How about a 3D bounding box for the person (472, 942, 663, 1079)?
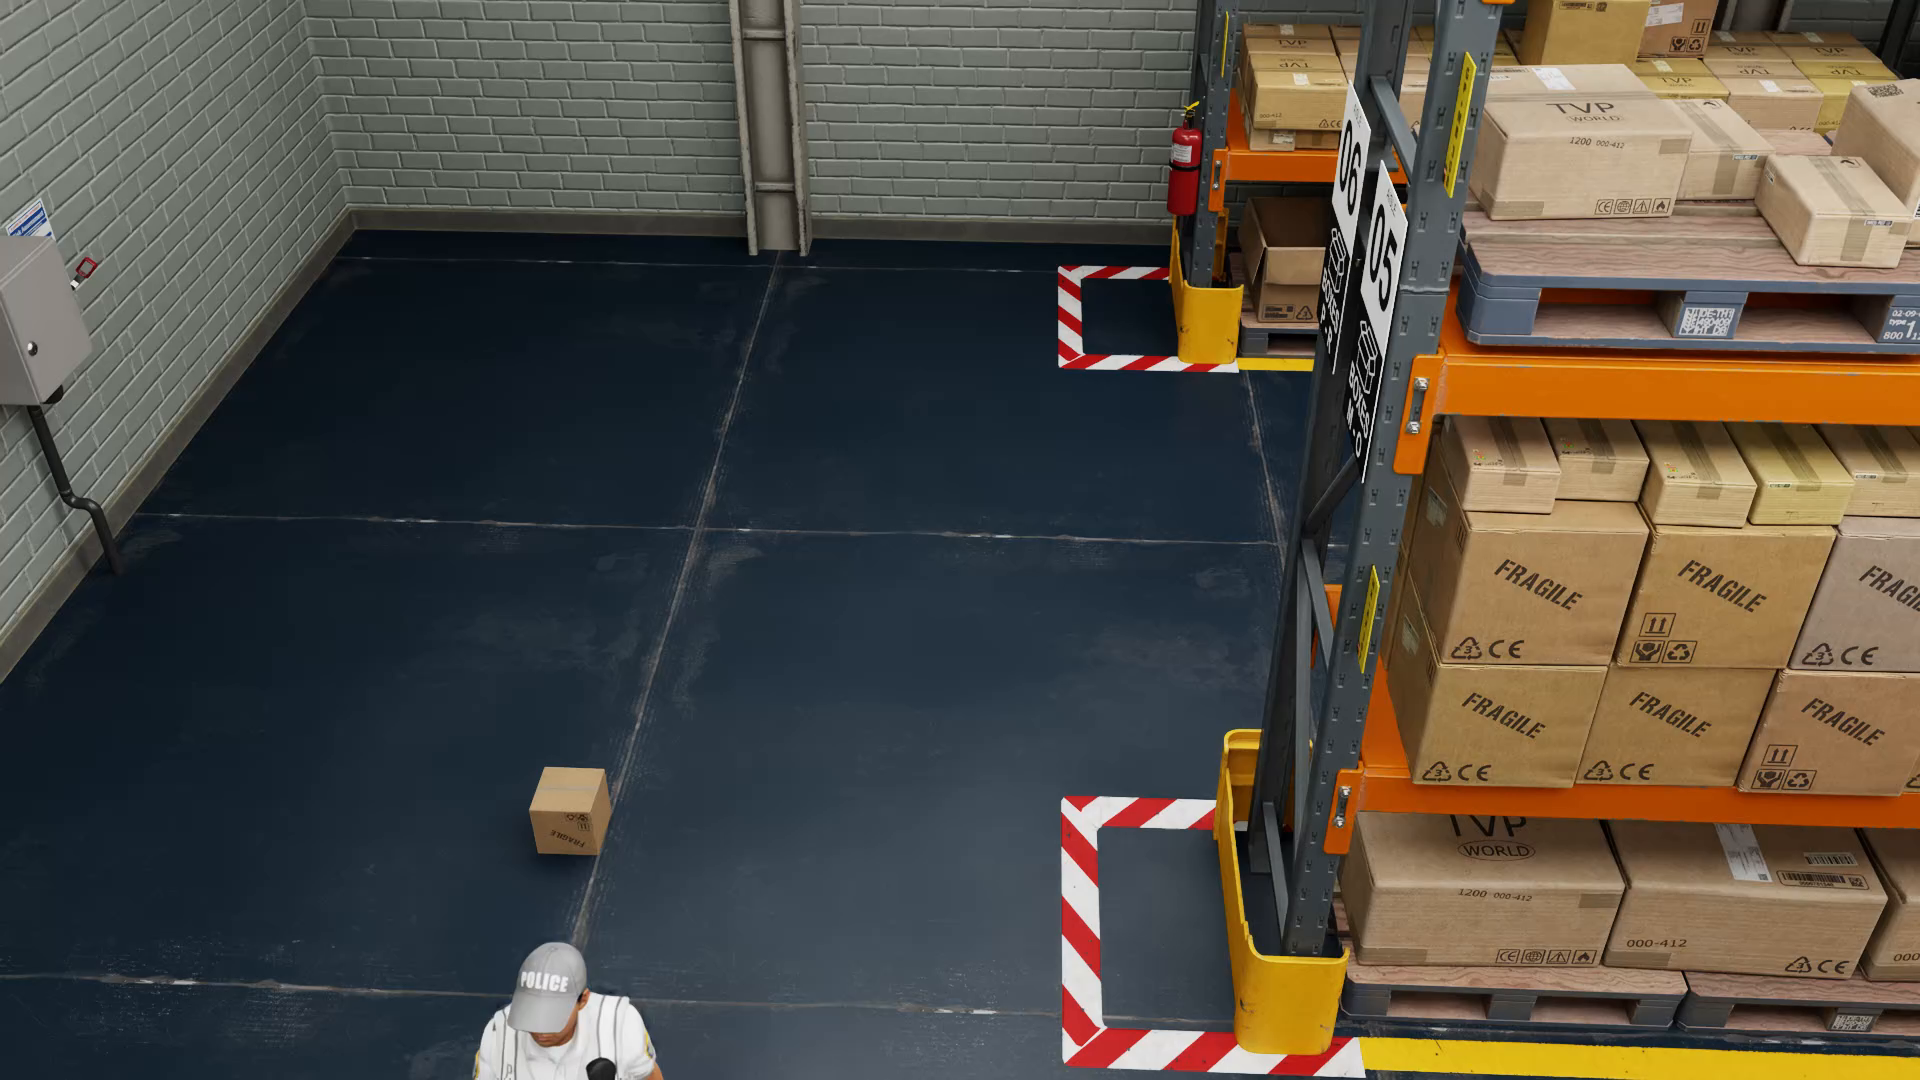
[{"bbox_3d":[-1.093,1.750,4.689,0.509,1.608,1.007,1,36,1],"label":"person"}]
